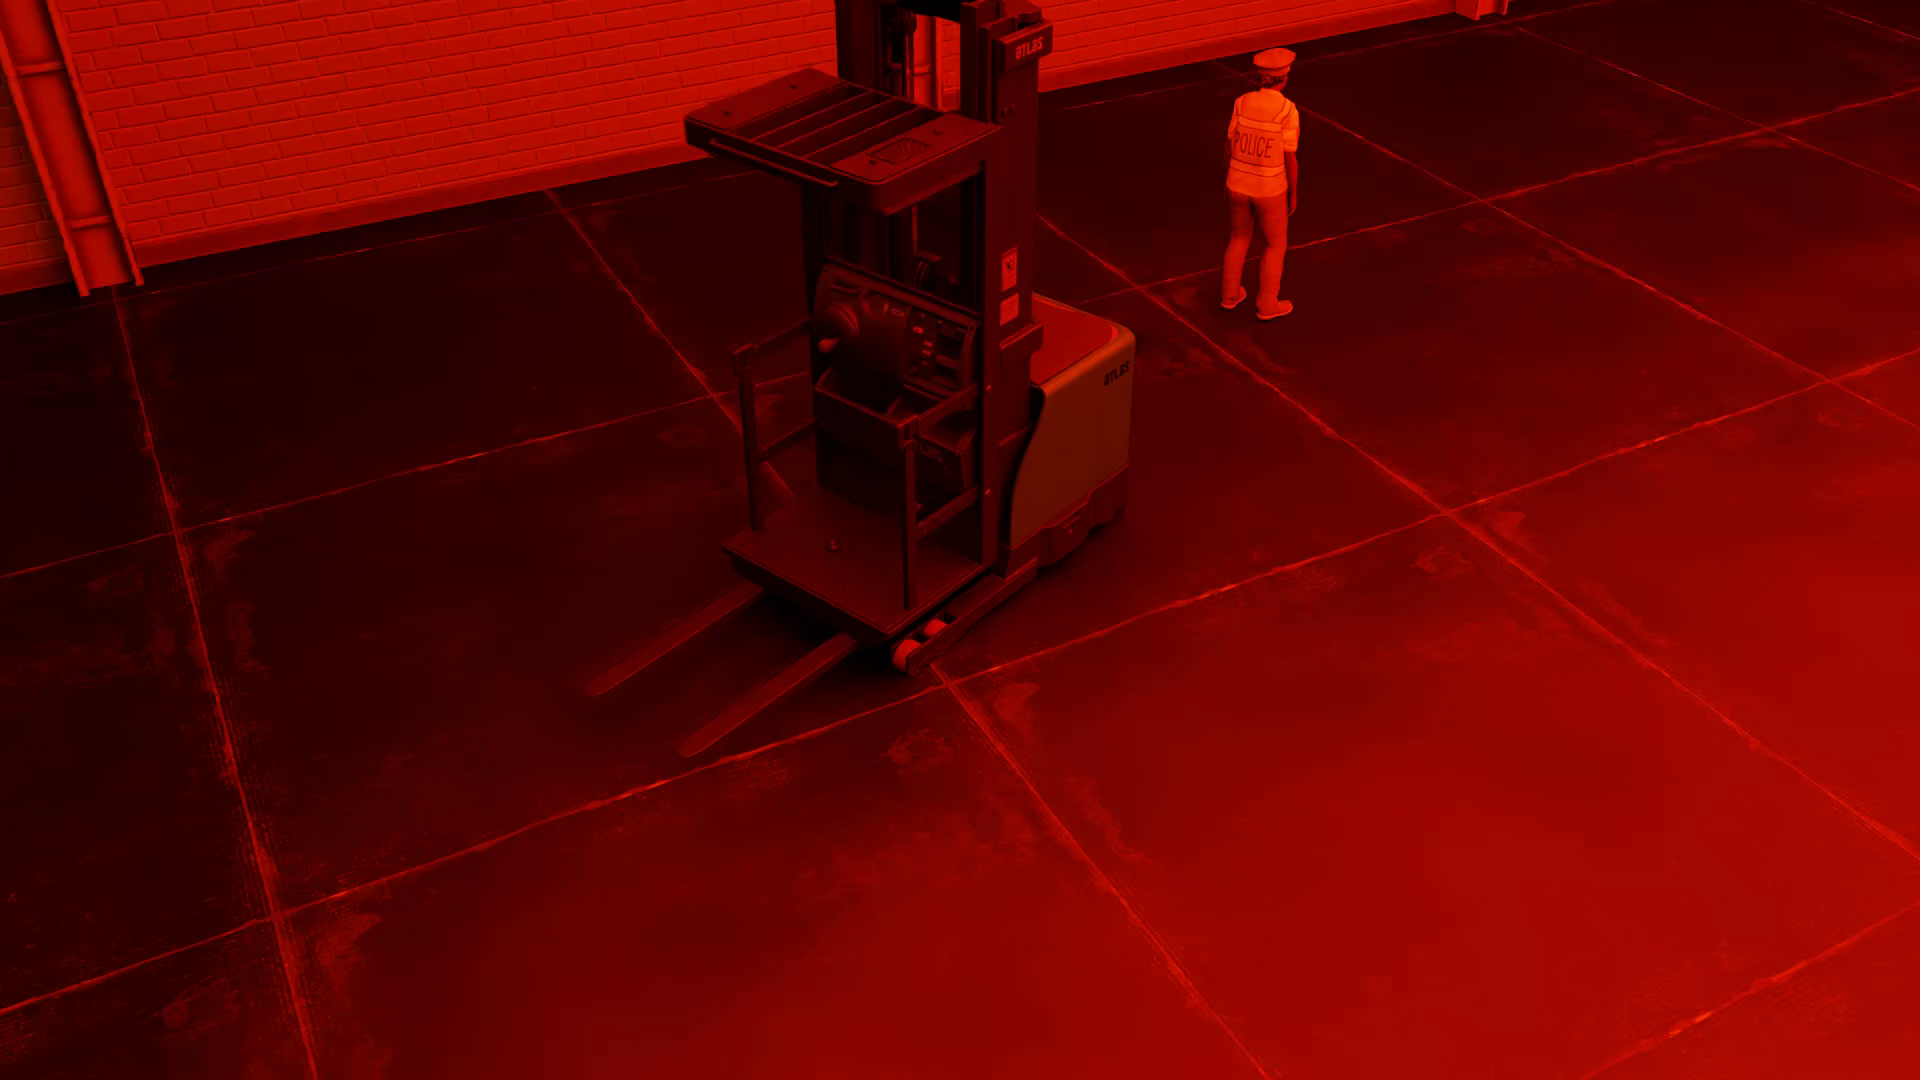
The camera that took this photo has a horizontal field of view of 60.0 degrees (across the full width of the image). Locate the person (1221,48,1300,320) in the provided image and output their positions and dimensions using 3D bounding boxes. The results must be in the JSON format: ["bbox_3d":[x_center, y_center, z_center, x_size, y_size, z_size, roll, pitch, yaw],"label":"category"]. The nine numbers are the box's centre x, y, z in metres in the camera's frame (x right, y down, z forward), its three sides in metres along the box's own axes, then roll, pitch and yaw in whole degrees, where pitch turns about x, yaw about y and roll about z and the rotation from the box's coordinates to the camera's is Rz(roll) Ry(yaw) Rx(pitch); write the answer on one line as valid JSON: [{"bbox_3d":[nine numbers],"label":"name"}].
[{"bbox_3d":[1.870,-2.179,10.313,0.514,1.656,0.397,22,41,28],"label":"person"}]

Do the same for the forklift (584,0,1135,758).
[{"bbox_3d":[-0.437,-0.894,7.387,1.130,2.935,3.031,26,43,31],"label":"forklift"}]
